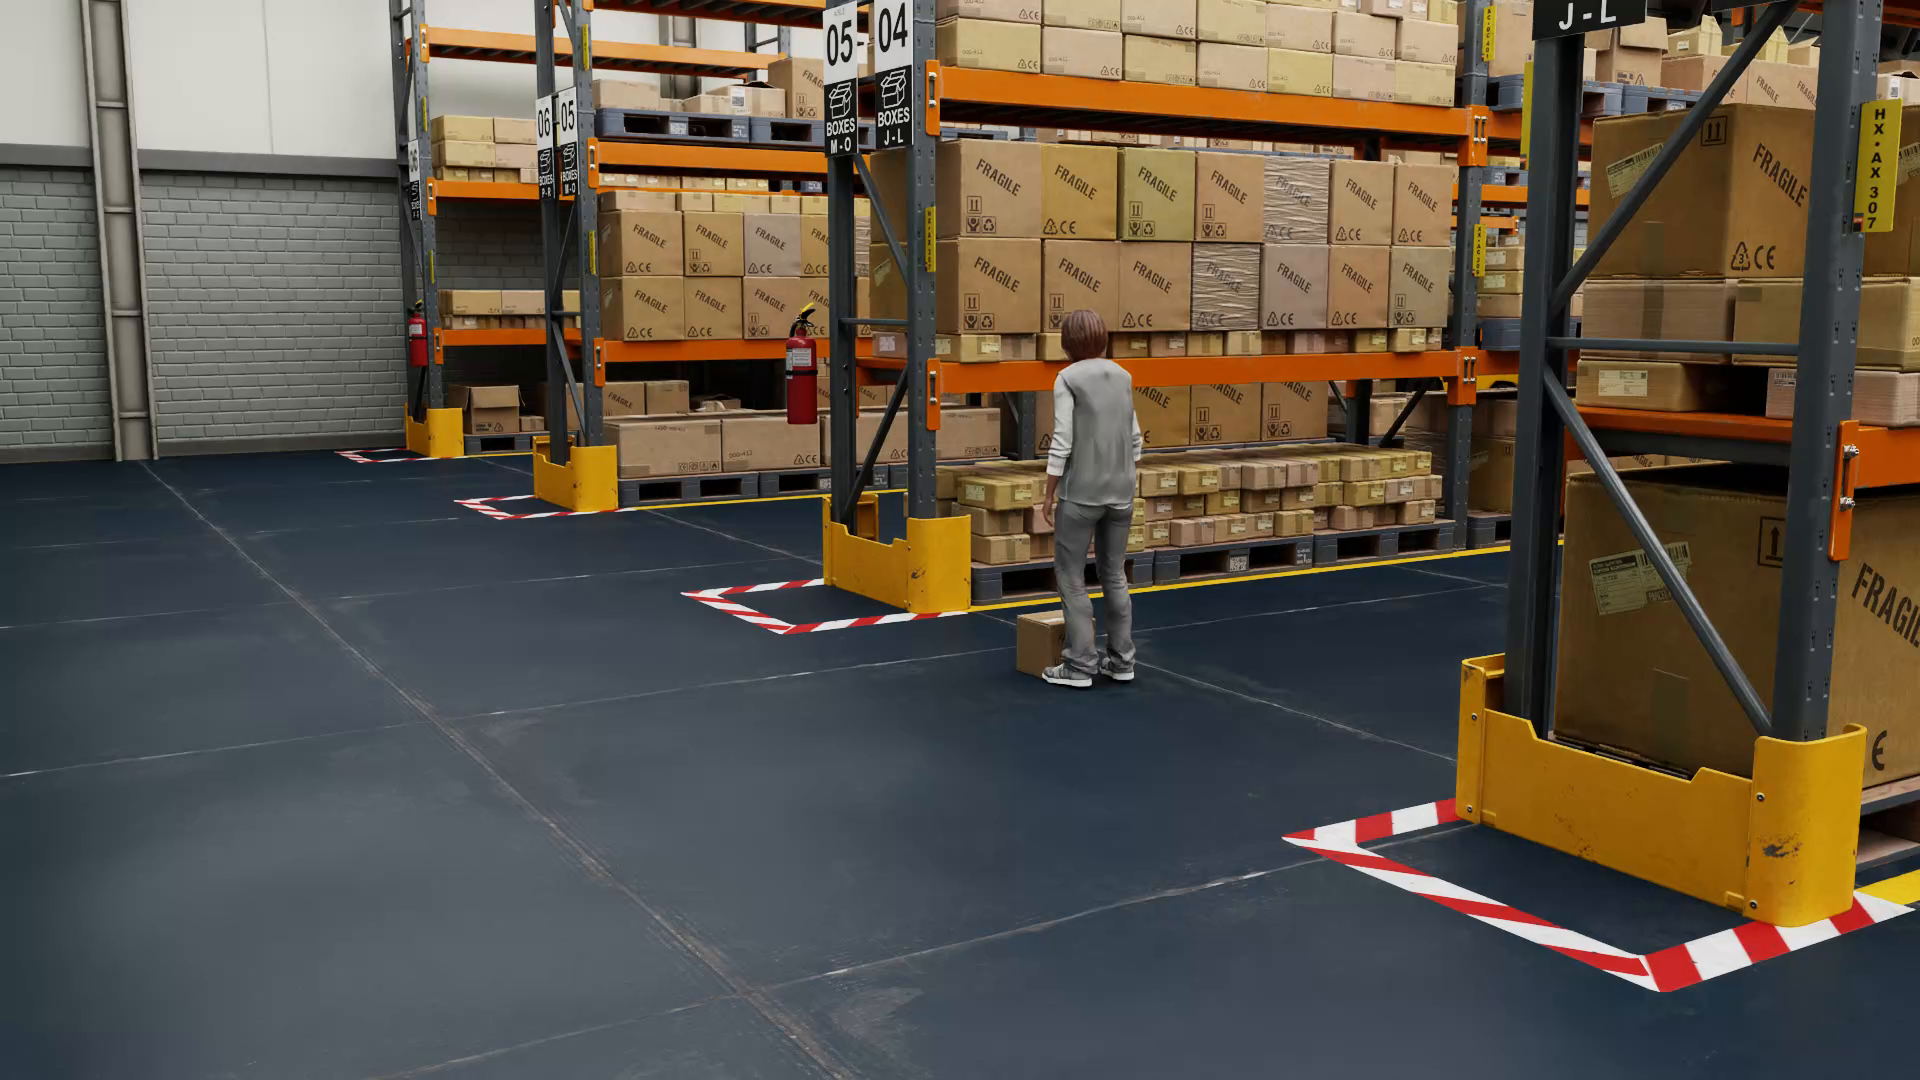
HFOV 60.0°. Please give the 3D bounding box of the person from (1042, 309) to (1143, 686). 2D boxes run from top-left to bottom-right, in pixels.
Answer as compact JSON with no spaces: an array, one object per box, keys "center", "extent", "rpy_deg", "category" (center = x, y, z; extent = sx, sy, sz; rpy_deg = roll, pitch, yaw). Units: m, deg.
[{"center":[0.560,-0.172,7.042],"extent":[0.461,1.592,0.343],"rpy_deg":[-5,10,-30],"category":"person"}]
